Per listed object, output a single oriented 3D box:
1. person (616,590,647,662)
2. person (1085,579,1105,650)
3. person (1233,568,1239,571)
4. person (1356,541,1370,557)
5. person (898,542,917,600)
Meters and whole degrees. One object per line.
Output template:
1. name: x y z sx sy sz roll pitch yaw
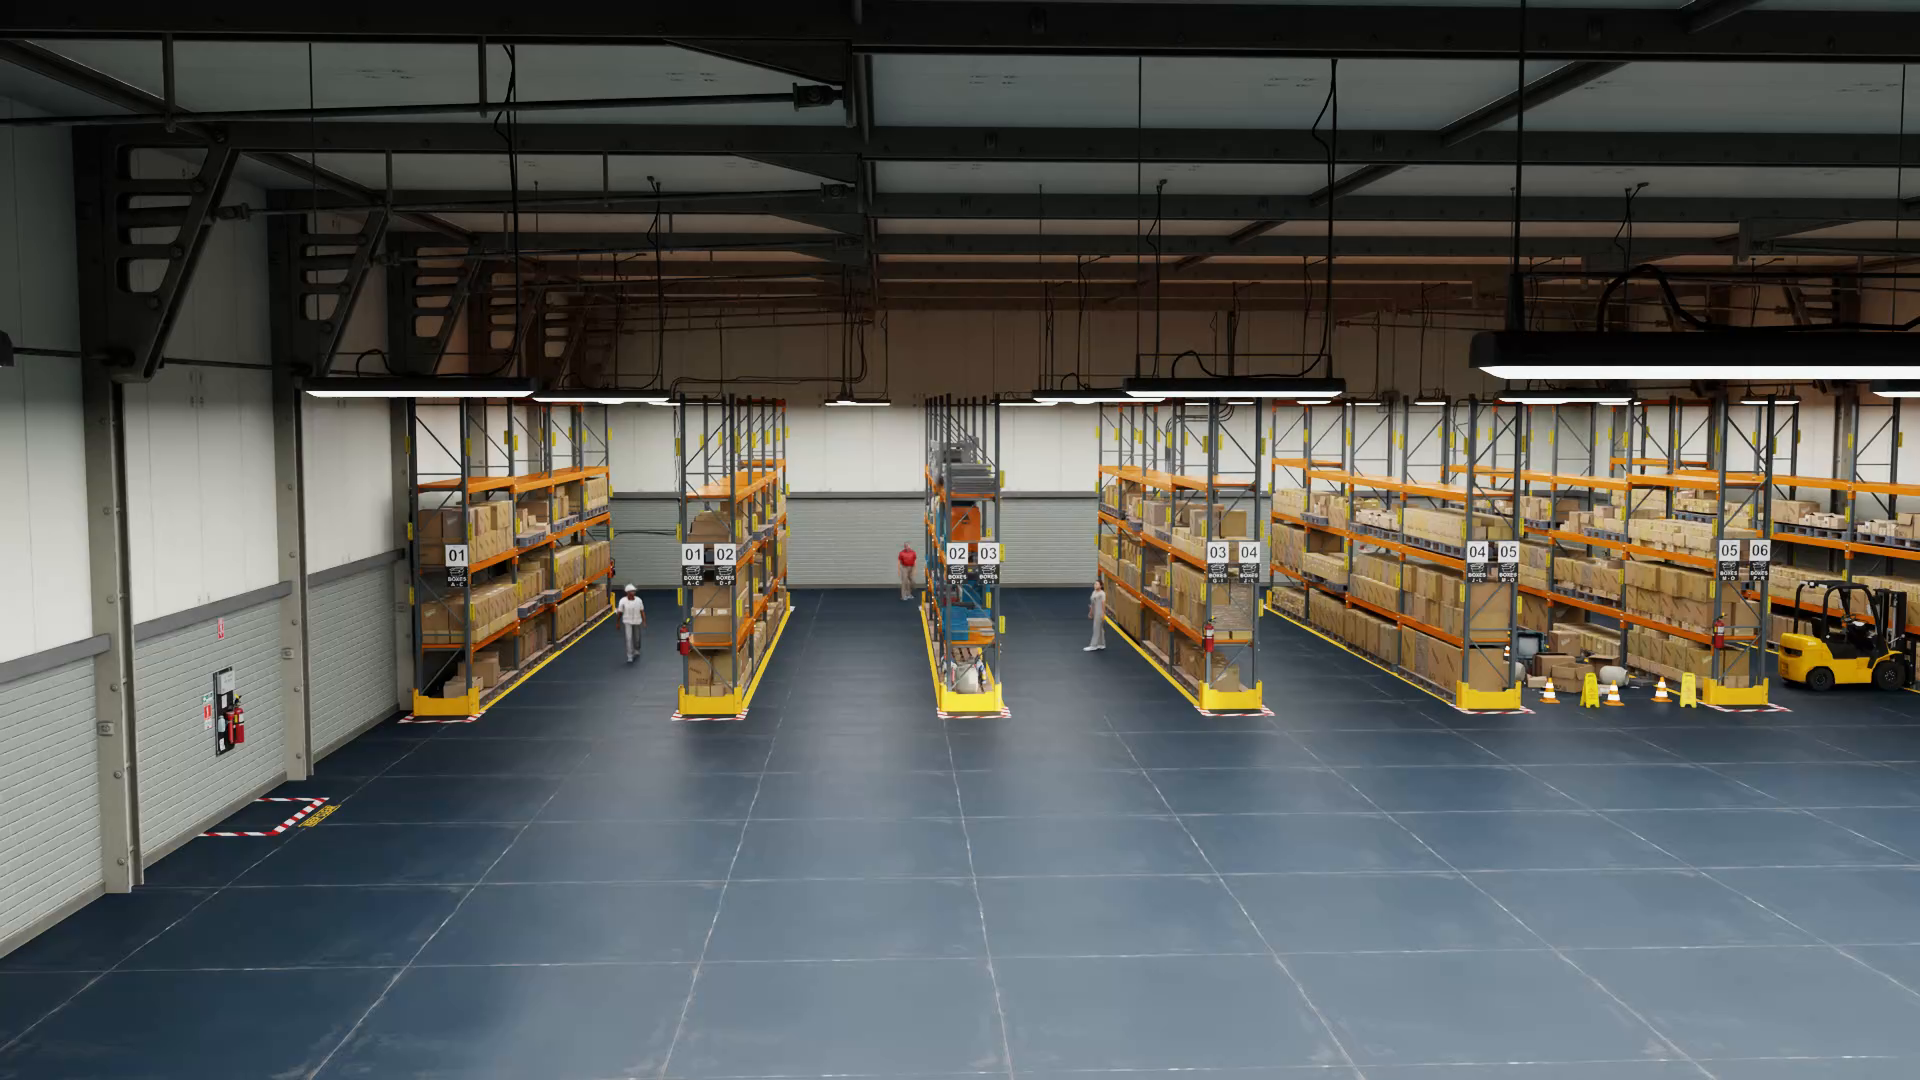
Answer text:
1. person: -7.456 1.901 37.741 0.686 1.695 0.975 -1 5 -13
2. person: 3.185 1.767 39.524 0.590 1.664 0.473 -1 5 -17
3. person: 7.468 1.289 45.538 0.333 1.674 0.473 -2 5 -22
4. person: 12.323 0.831 50.939 1.028 1.747 0.641 -3 5 -29
5. person: -1.570 0.929 49.874 0.566 1.754 0.400 -4 6 -41
